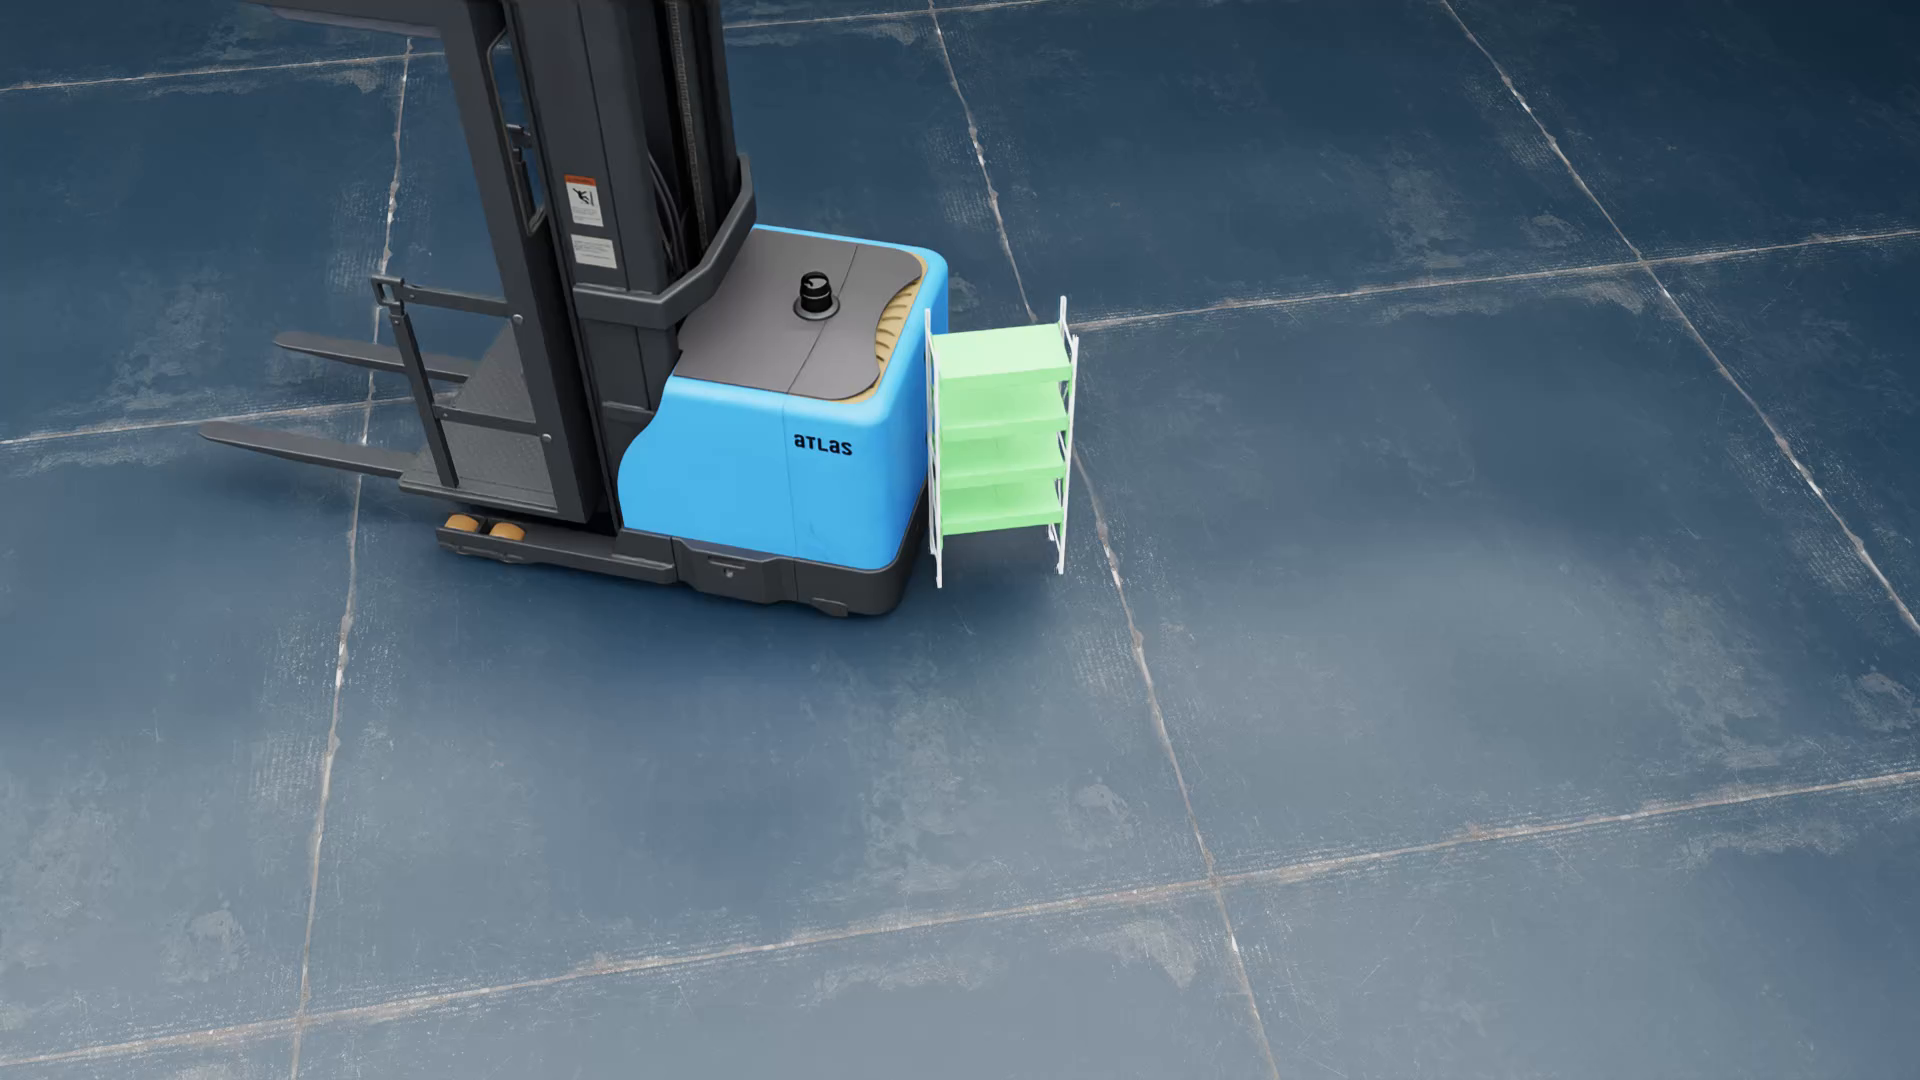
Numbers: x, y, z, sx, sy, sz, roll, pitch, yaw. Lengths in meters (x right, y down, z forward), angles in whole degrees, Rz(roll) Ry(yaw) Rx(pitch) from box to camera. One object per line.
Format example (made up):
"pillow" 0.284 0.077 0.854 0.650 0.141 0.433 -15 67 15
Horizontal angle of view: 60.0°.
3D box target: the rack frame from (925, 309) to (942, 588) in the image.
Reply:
"rack frame" -0.098 -0.312 6.218 0.015 1.200 0.240 -6 46 -6

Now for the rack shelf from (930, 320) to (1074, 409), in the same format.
"rack shelf" 0.144 -0.627 5.943 0.480 0.148 0.258 -6 46 -6

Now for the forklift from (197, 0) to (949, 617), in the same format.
"forklift" -1.605 -1.284 5.952 3.031 2.935 1.130 10 47 9

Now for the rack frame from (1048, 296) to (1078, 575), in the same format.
"rack frame" 0.385 -0.365 6.269 0.015 1.200 0.240 -6 46 -6

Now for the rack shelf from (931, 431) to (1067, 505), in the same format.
"rack shelf" 0.144 -0.294 6.289 0.480 0.148 0.258 -6 46 -6

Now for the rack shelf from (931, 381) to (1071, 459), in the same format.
"rack shelf" 0.144 -0.461 6.116 0.480 0.148 0.258 -6 46 -6

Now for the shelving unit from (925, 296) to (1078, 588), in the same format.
"shelving unit" 0.144 -0.339 6.243 0.503 1.200 0.258 -6 46 -6

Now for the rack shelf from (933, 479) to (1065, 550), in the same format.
"rack shelf" 0.144 -0.128 6.462 0.480 0.148 0.258 -6 46 -6
